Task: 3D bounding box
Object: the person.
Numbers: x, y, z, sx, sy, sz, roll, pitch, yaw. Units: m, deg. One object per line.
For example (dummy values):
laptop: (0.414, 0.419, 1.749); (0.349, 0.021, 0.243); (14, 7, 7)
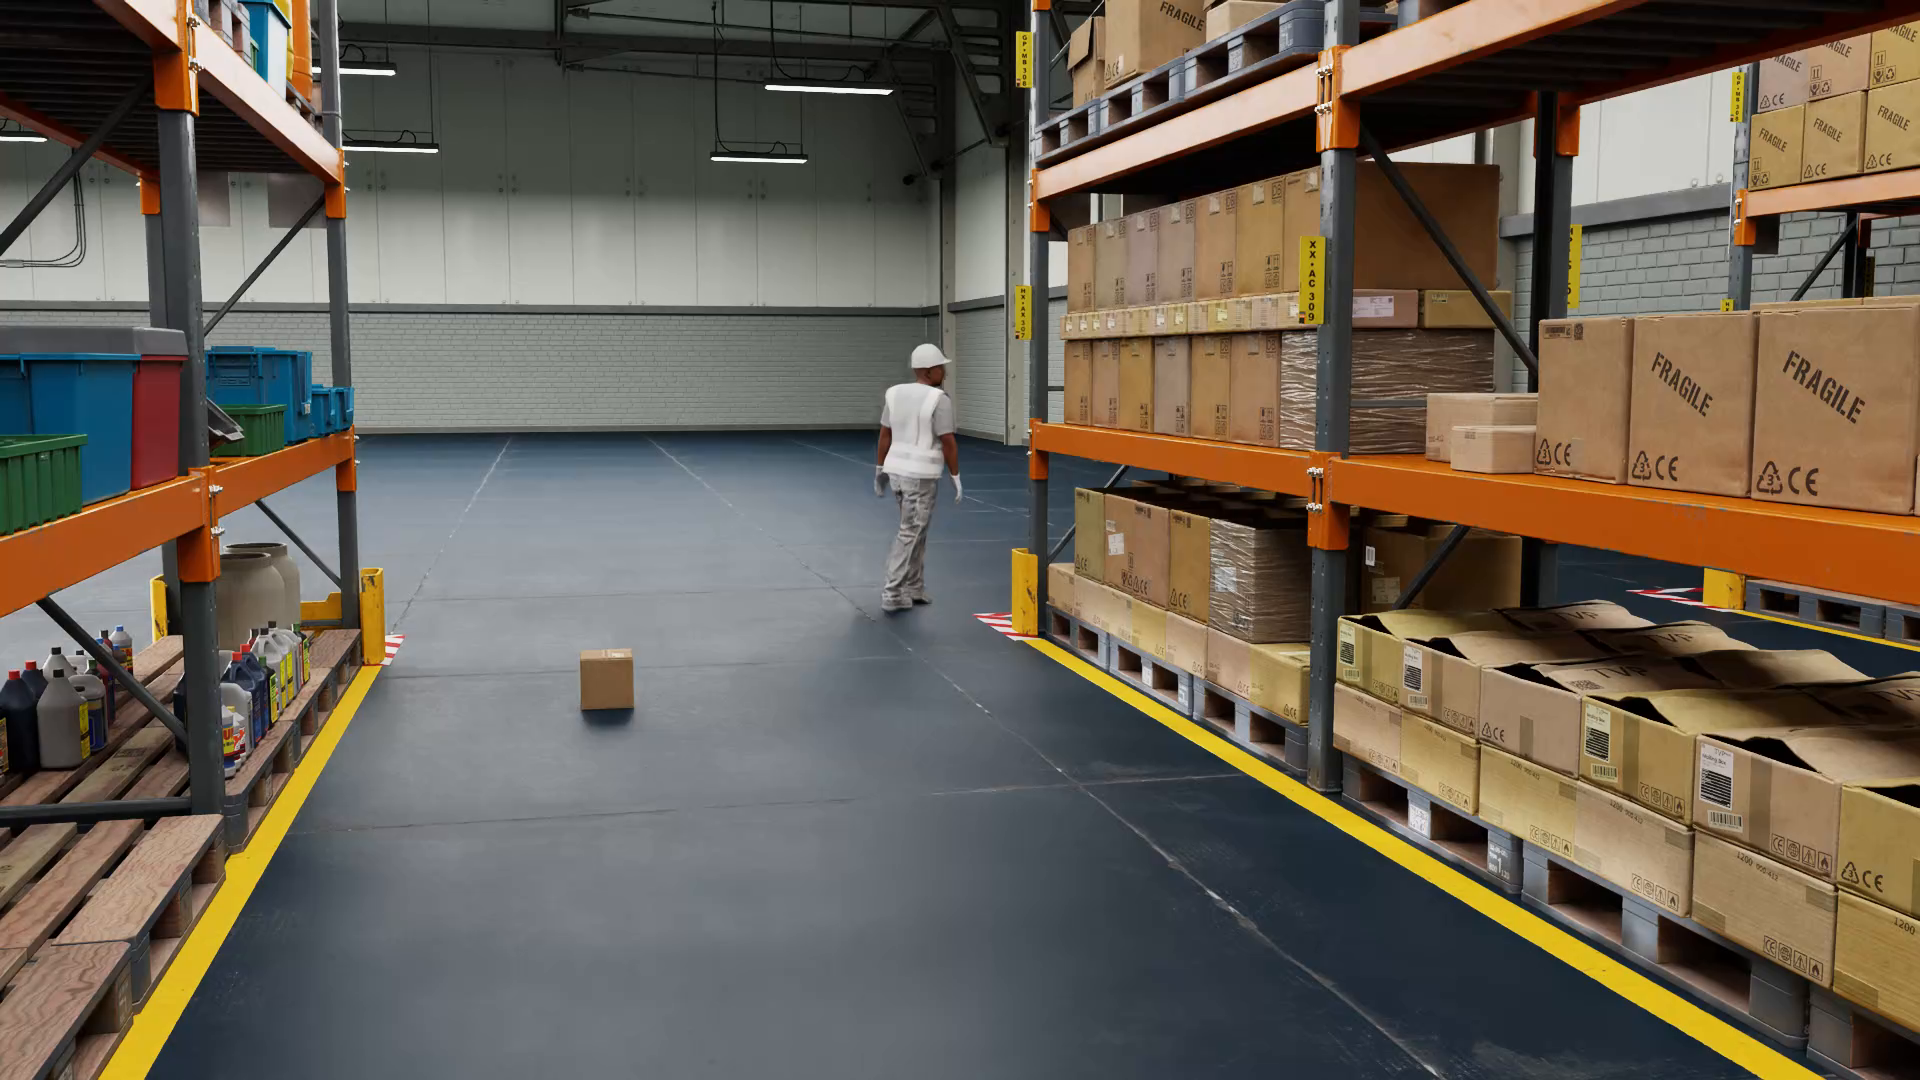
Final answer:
person: (-0.264, -0.407, 11.150); (0.604, 1.798, 0.626); (-6, 8, -44)
